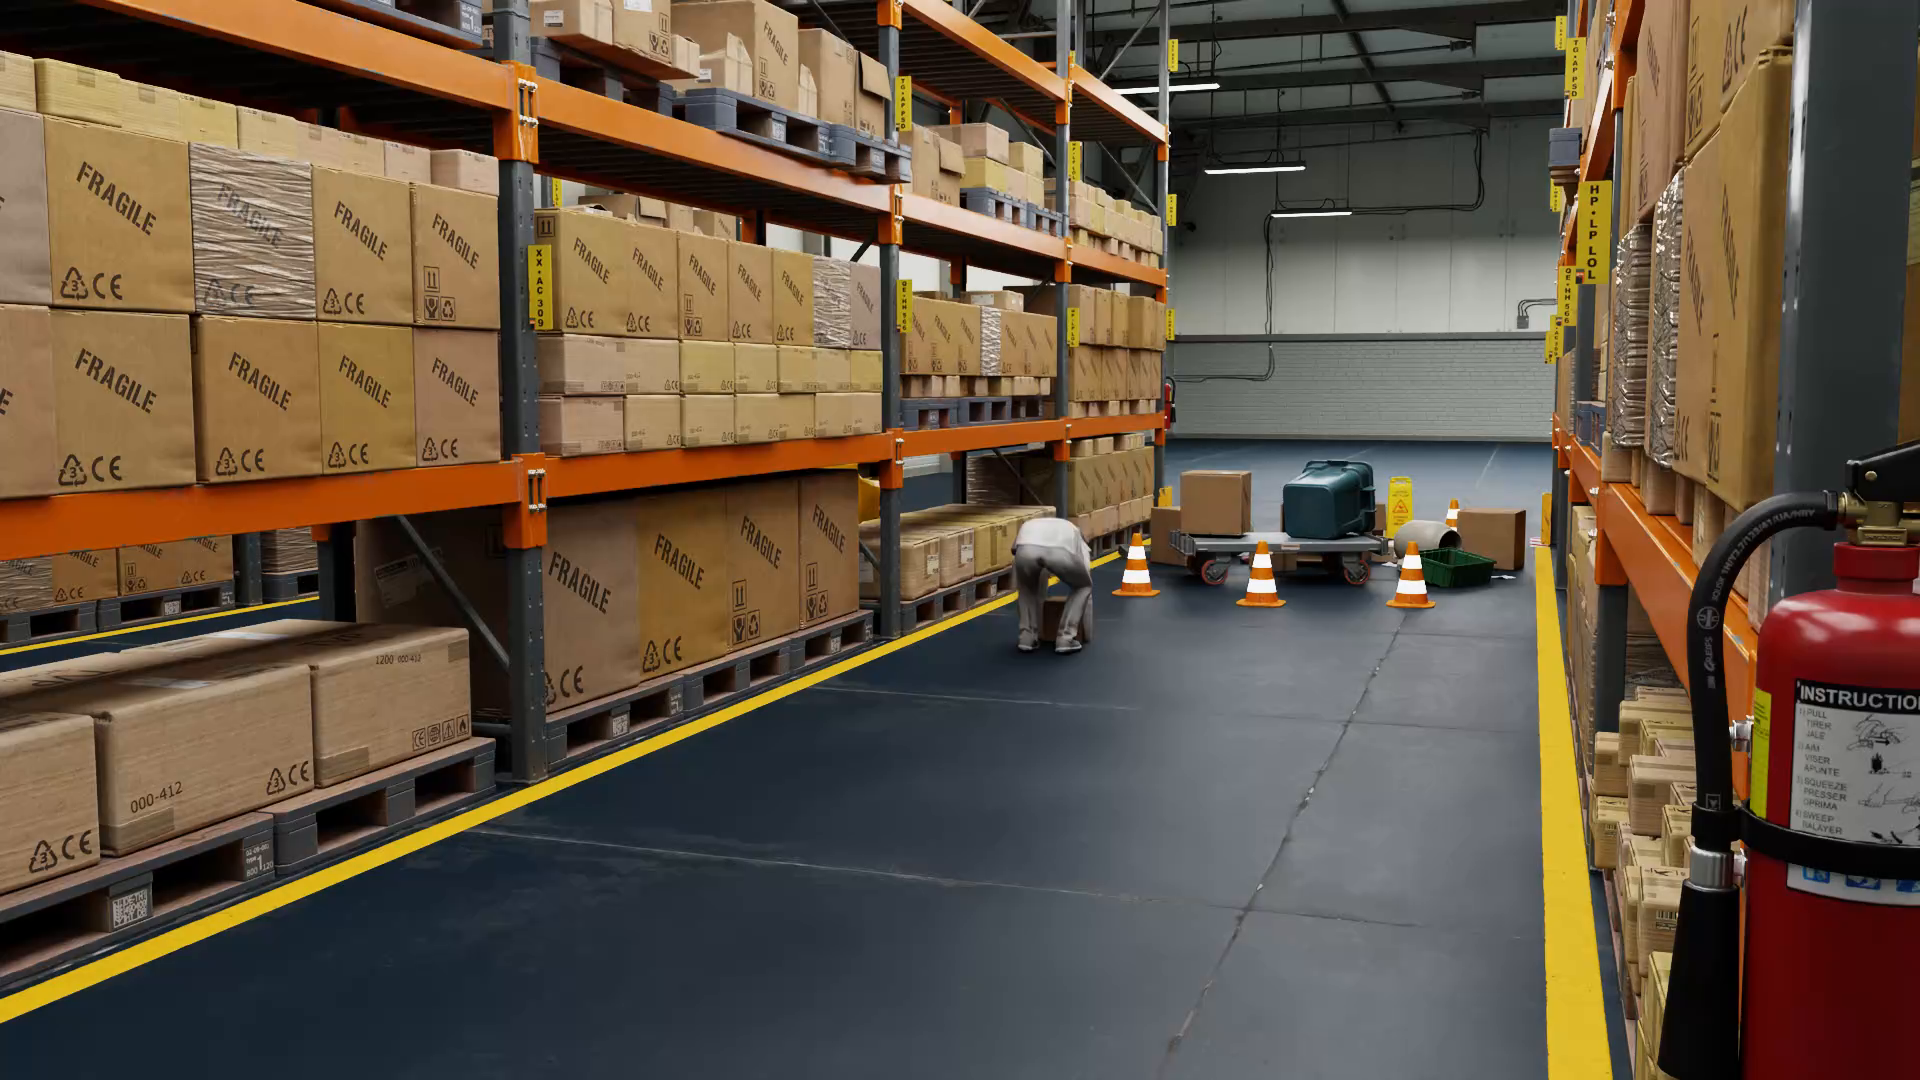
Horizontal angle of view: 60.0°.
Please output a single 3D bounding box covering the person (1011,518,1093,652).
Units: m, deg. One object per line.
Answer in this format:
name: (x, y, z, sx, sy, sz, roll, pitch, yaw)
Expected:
person: (0.577, 0.265, 10.144, 0.469, 0.823, 0.897, 2, 6, 16)
